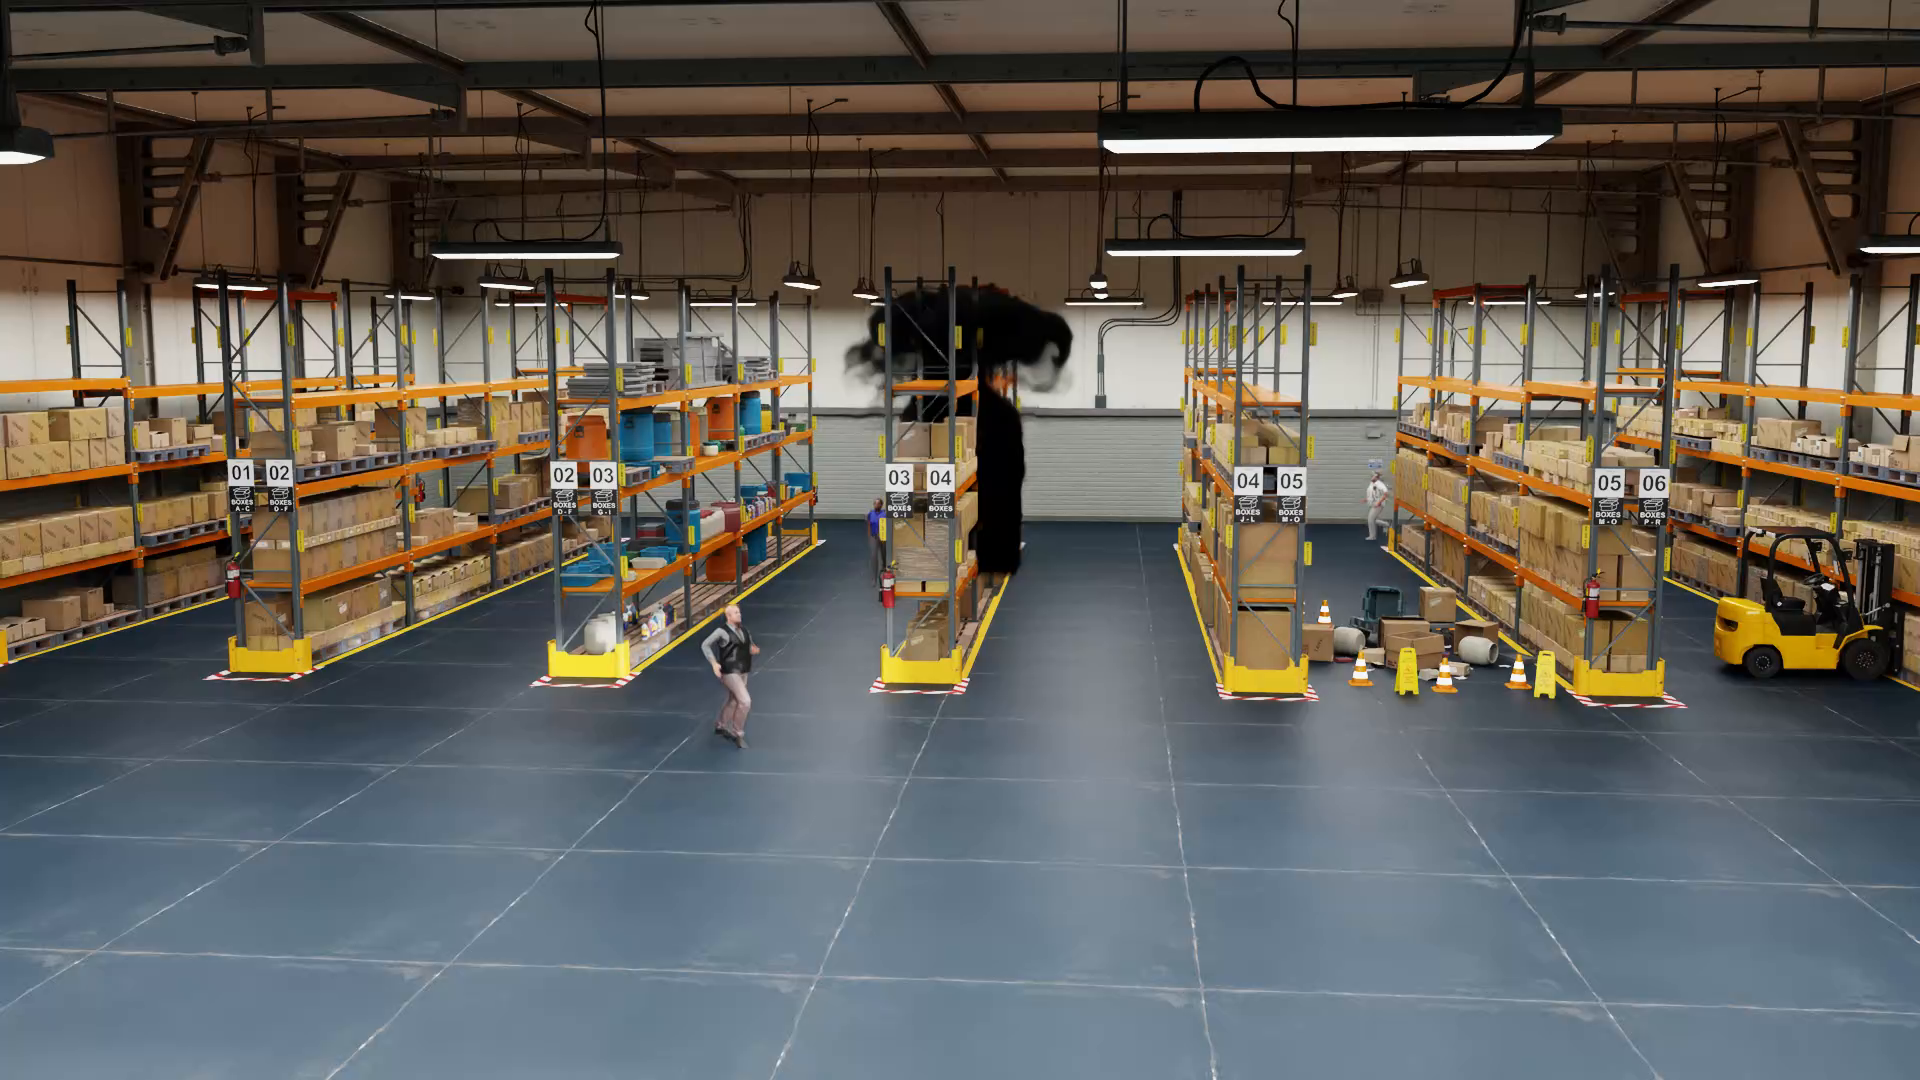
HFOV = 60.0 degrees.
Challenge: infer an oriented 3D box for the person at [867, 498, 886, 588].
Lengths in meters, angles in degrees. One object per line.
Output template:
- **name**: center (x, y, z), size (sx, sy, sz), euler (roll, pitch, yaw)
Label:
- **person**: center (-1.544, 0.025, 32.018), size (0.512, 1.669, 1.075), euler (0, 7, 4)

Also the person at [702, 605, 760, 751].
- **person**: center (-2.770, 1.683, 20.415), size (0.756, 1.783, 0.627), euler (4, 8, 28)

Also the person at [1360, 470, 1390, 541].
- **person**: center (10.401, -0.872, 41.317), size (0.754, 1.732, 0.652), euler (-2, 7, -15)
